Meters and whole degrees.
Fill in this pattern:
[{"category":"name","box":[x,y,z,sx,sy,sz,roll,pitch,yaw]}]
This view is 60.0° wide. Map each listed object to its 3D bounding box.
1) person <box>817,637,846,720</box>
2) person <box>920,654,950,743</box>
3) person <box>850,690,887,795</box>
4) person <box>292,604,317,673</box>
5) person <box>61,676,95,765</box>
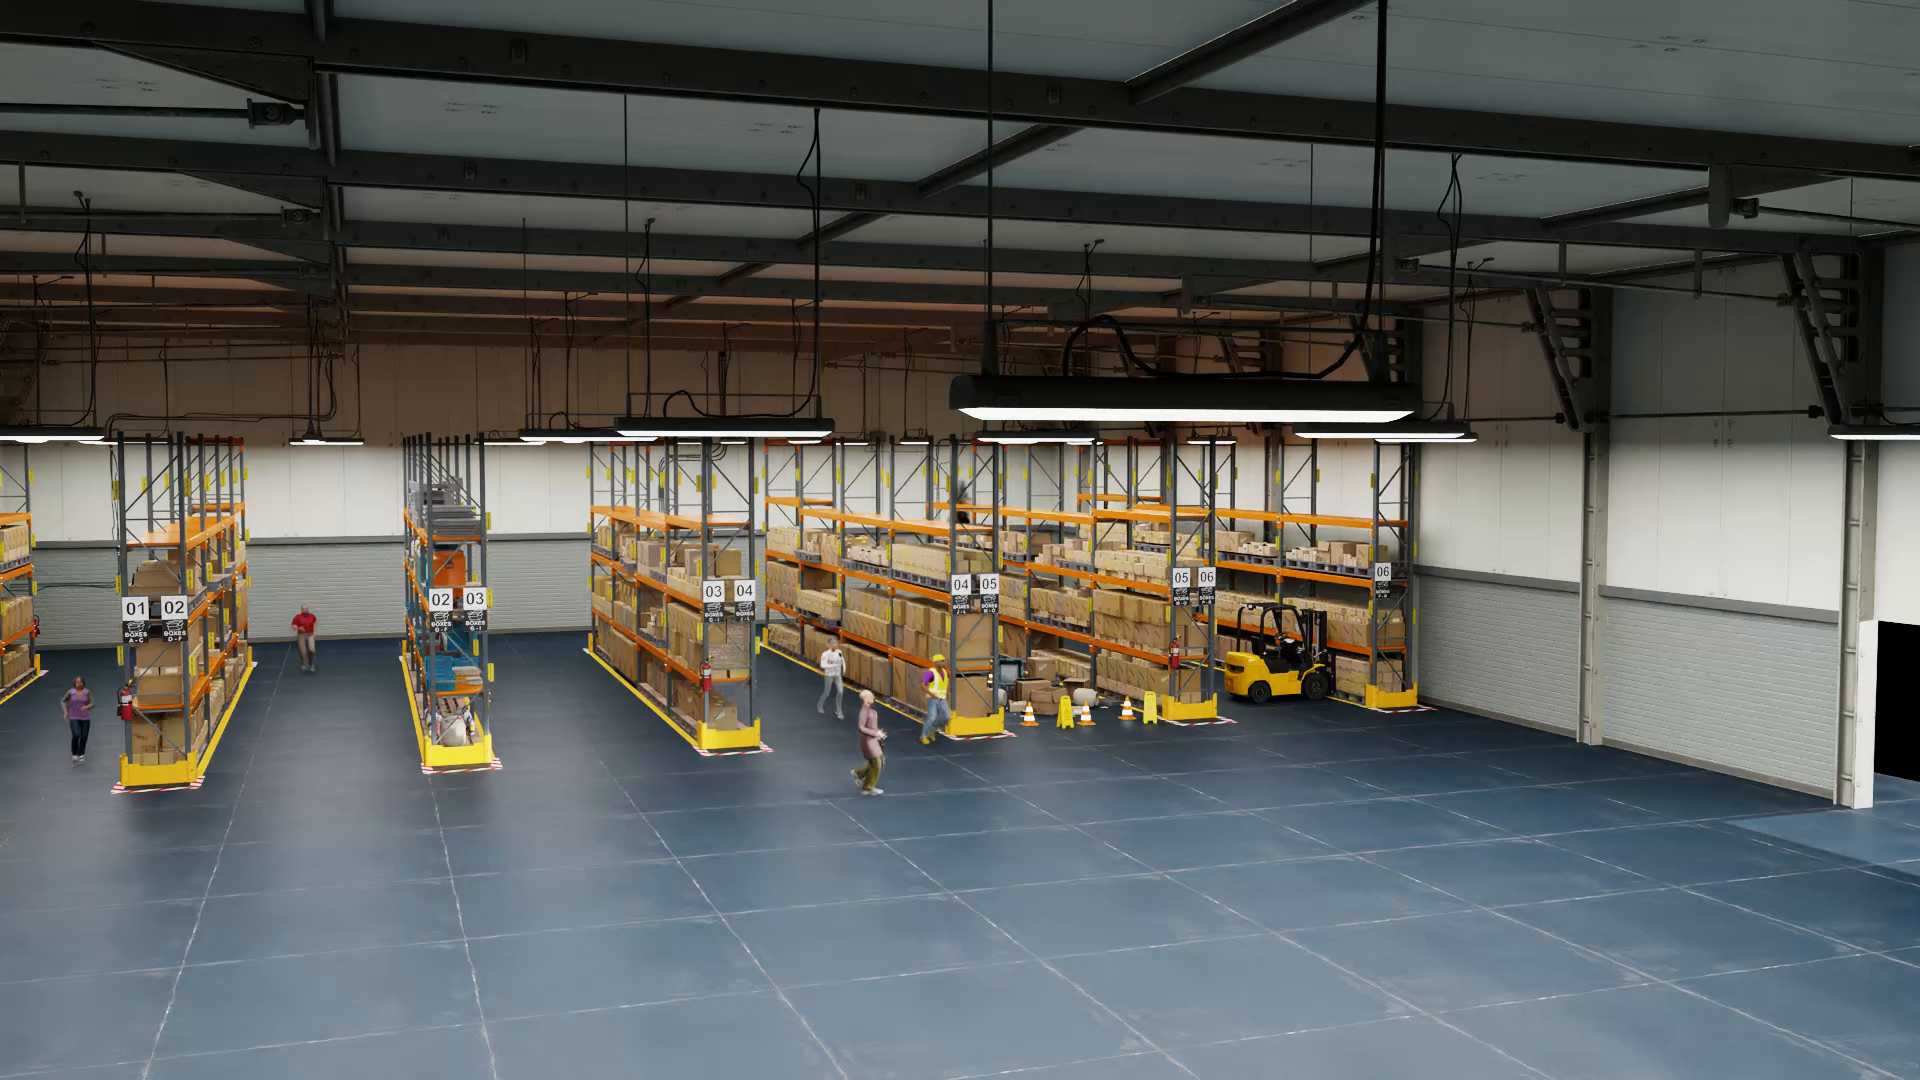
[{"category":"person","box":[-2.720,2.917,35.403,0.622,1.733,0.891,-2,4,-26]},{"category":"person","box":[-0.424,3.077,32.263,0.766,1.699,0.567,-3,4,-41]},{"category":"person","box":[-1.499,3.333,27.413,0.663,1.725,0.706,0,3,6]},{"category":"person","box":[-16.714,2.570,42.453,0.643,1.711,0.758,-2,4,-30]},{"category":"person","box":[-15.910,3.254,30.026,0.506,1.586,0.656,-2,4,-36]}]
